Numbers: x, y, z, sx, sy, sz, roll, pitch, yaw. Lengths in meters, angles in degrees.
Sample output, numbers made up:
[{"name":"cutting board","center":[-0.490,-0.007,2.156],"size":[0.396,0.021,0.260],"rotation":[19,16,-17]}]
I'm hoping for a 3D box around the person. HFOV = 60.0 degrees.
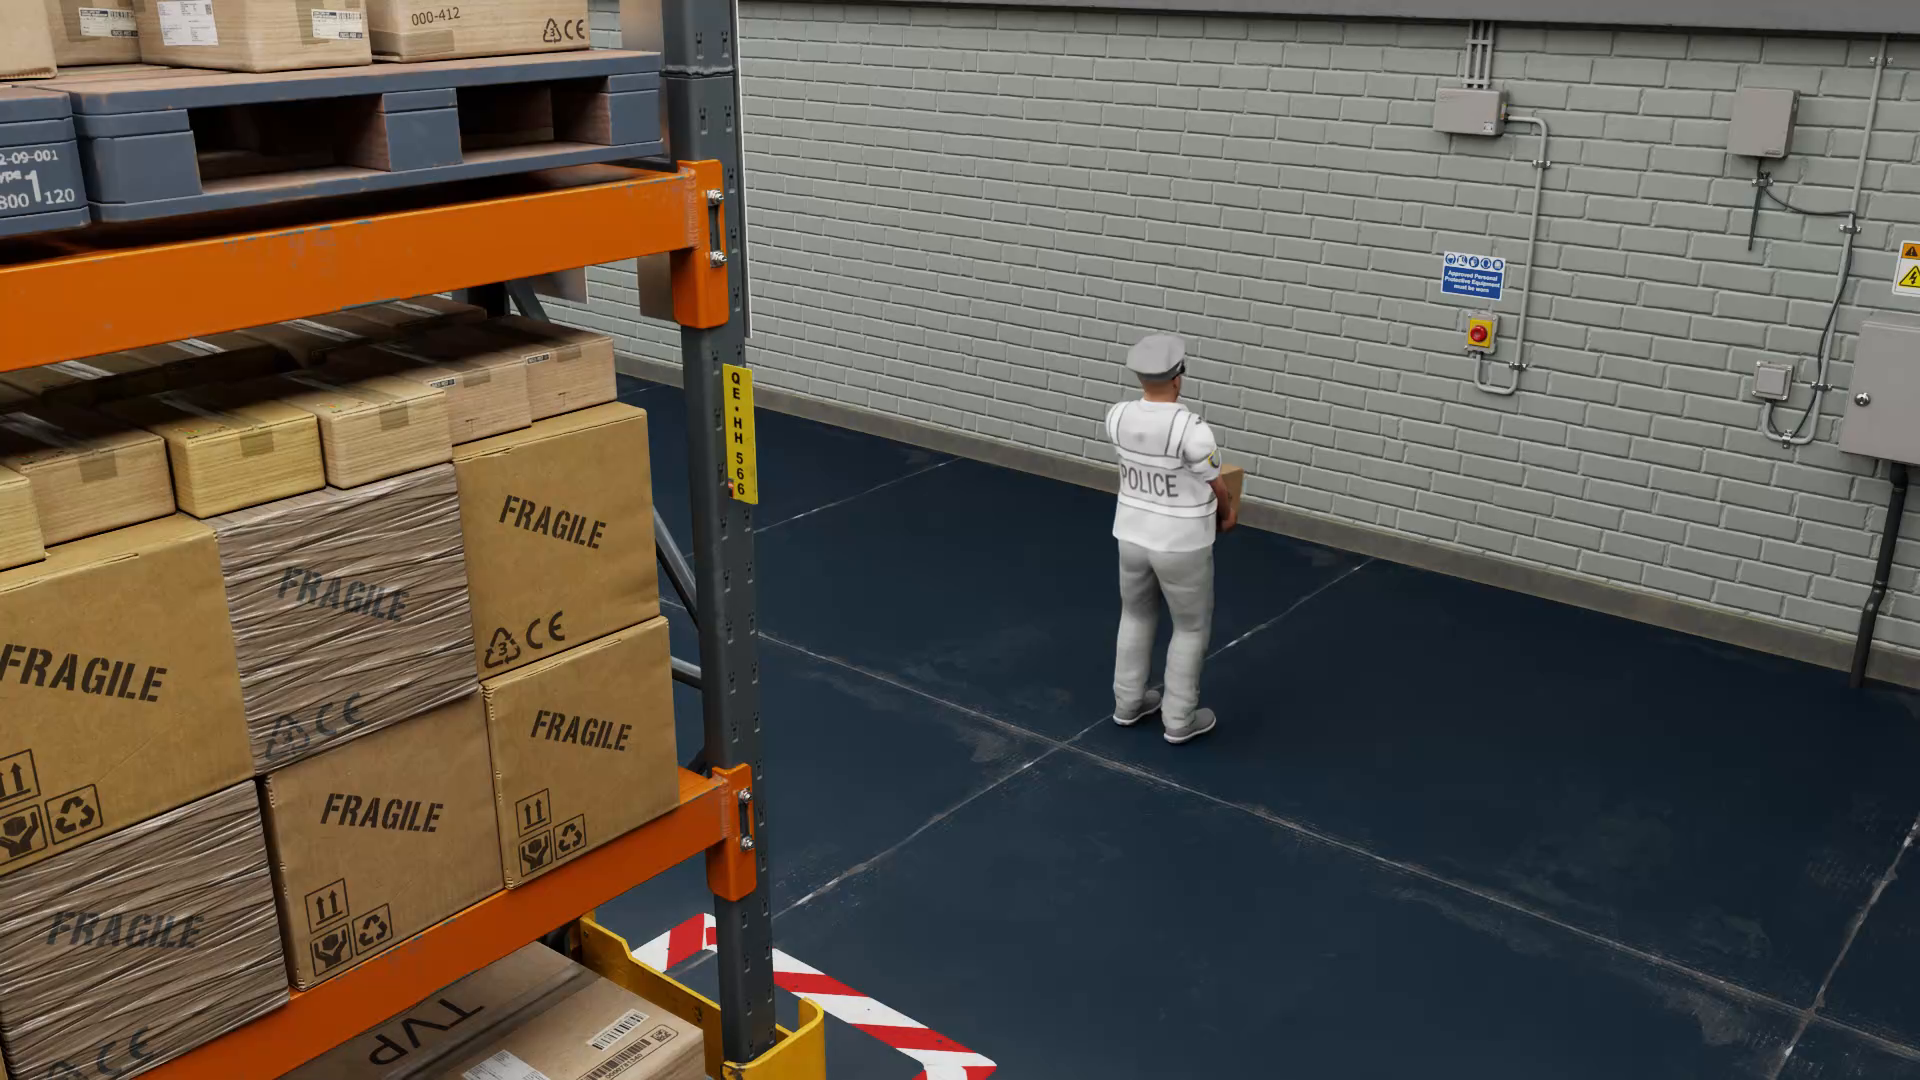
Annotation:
[{"name":"person","center":[0.910,-0.031,7.115],"size":[0.495,1.770,0.562],"rotation":[16,25,36]}]
